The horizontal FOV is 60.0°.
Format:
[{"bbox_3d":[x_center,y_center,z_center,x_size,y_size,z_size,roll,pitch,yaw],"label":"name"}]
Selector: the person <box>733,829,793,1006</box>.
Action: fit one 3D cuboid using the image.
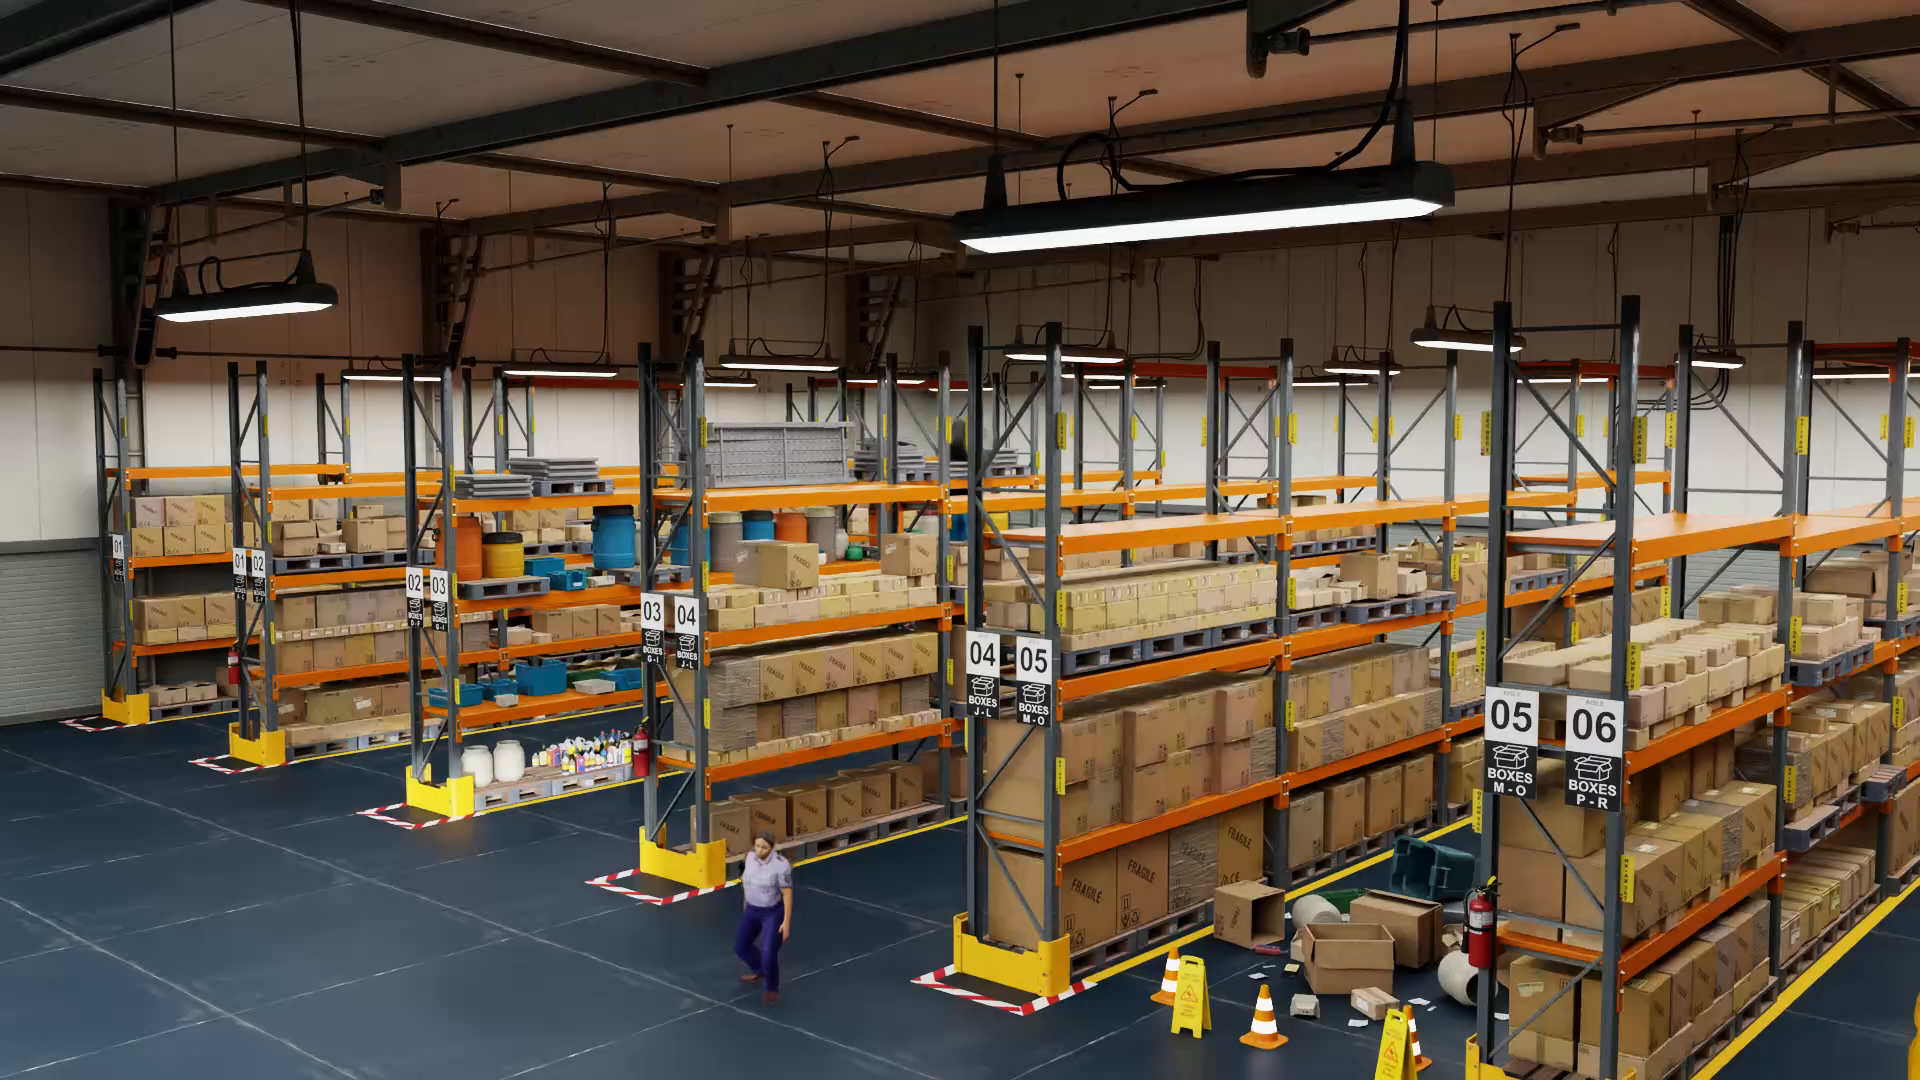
[{"bbox_3d":[-1.720,3.304,14.773,0.748,1.592,0.592,2,5,27],"label":"person"}]
